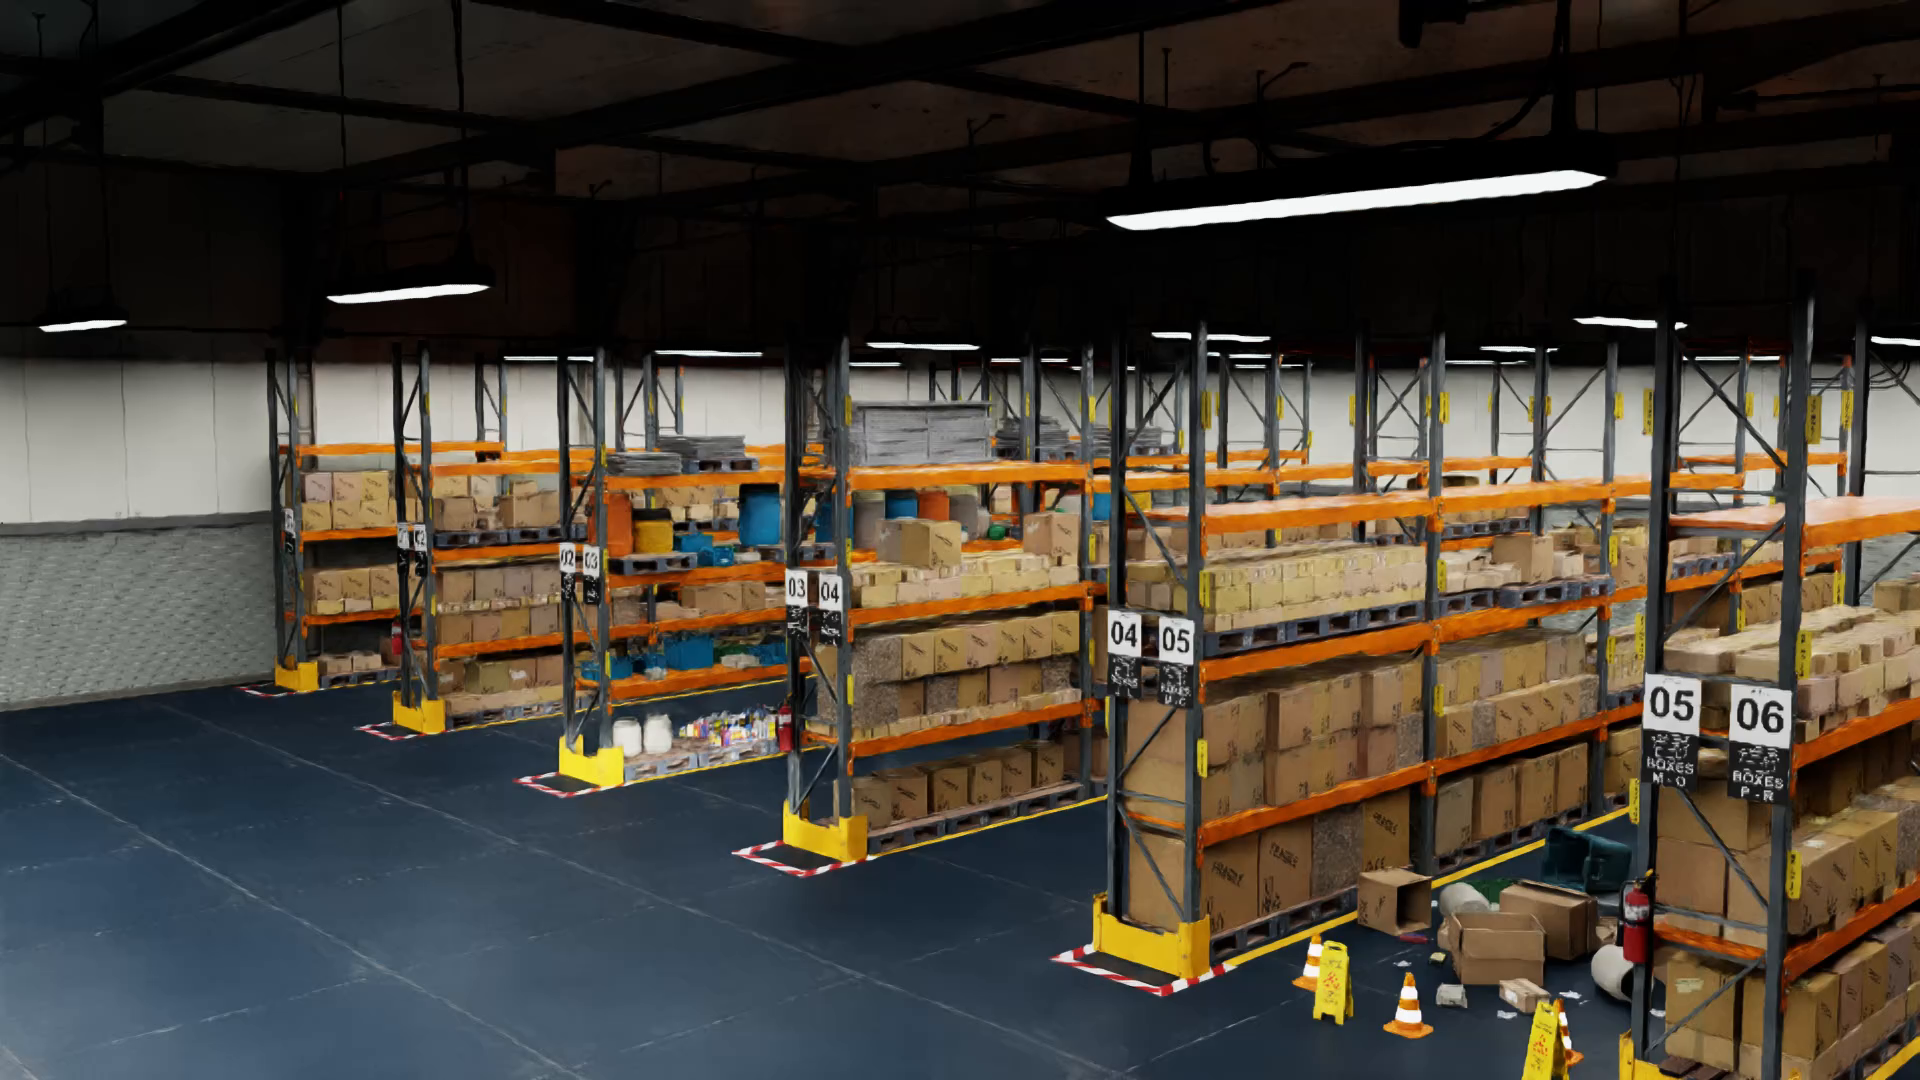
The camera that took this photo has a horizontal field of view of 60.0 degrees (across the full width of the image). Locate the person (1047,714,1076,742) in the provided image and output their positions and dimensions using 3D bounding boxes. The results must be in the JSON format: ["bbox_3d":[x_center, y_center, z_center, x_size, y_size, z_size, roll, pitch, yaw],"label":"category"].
[{"bbox_3d":[1.498,2.303,23.839,0.598,1.618,0.507,5,7,44],"label":"person"}]

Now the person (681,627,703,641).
[{"bbox_3d":[-5.041,1.688,31.388,0.566,1.541,0.519,5,7,43],"label":"person"}]
